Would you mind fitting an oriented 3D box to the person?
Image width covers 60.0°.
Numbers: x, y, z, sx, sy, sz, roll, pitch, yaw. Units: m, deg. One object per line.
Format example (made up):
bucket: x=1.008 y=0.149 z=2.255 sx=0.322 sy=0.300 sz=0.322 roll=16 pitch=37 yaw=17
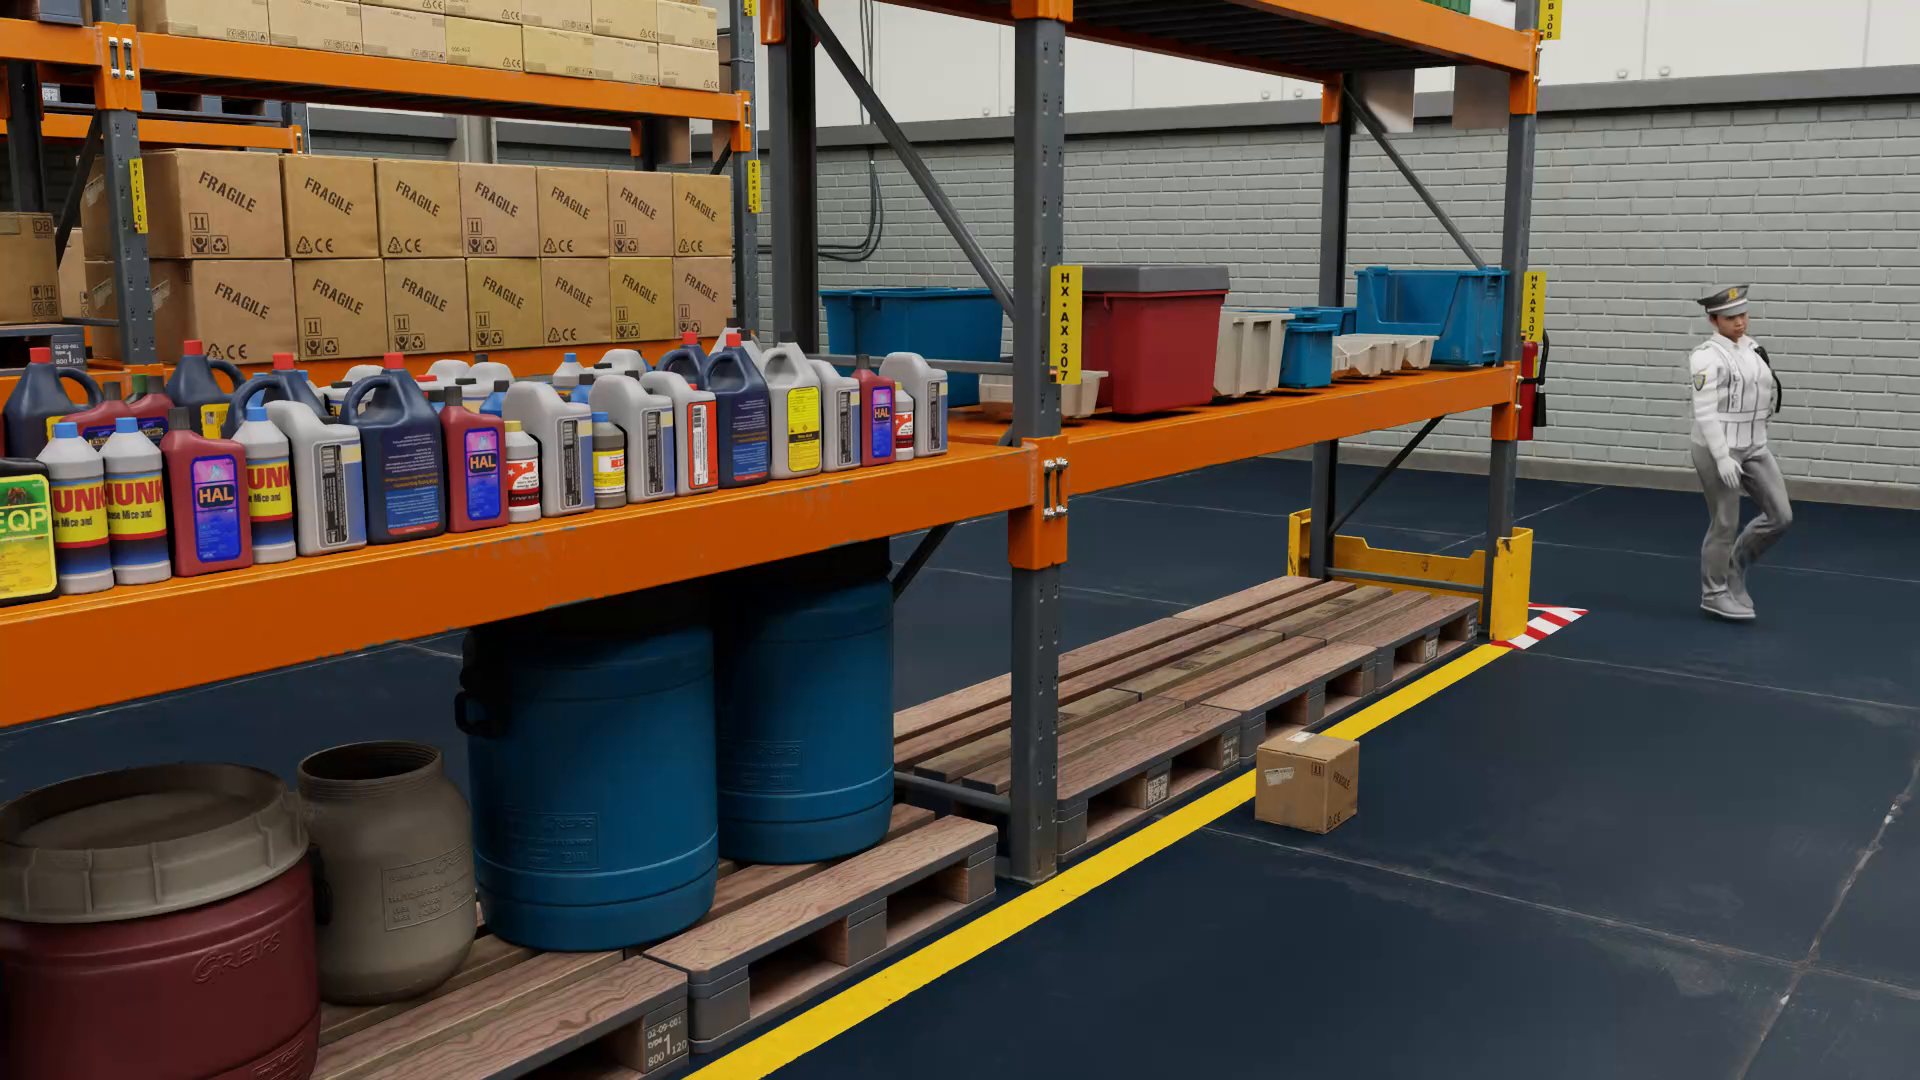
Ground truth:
person: x=3.836 y=-0.423 z=8.205 sx=0.518 sy=1.662 sz=0.410 roll=-5 pitch=11 yaw=-25
